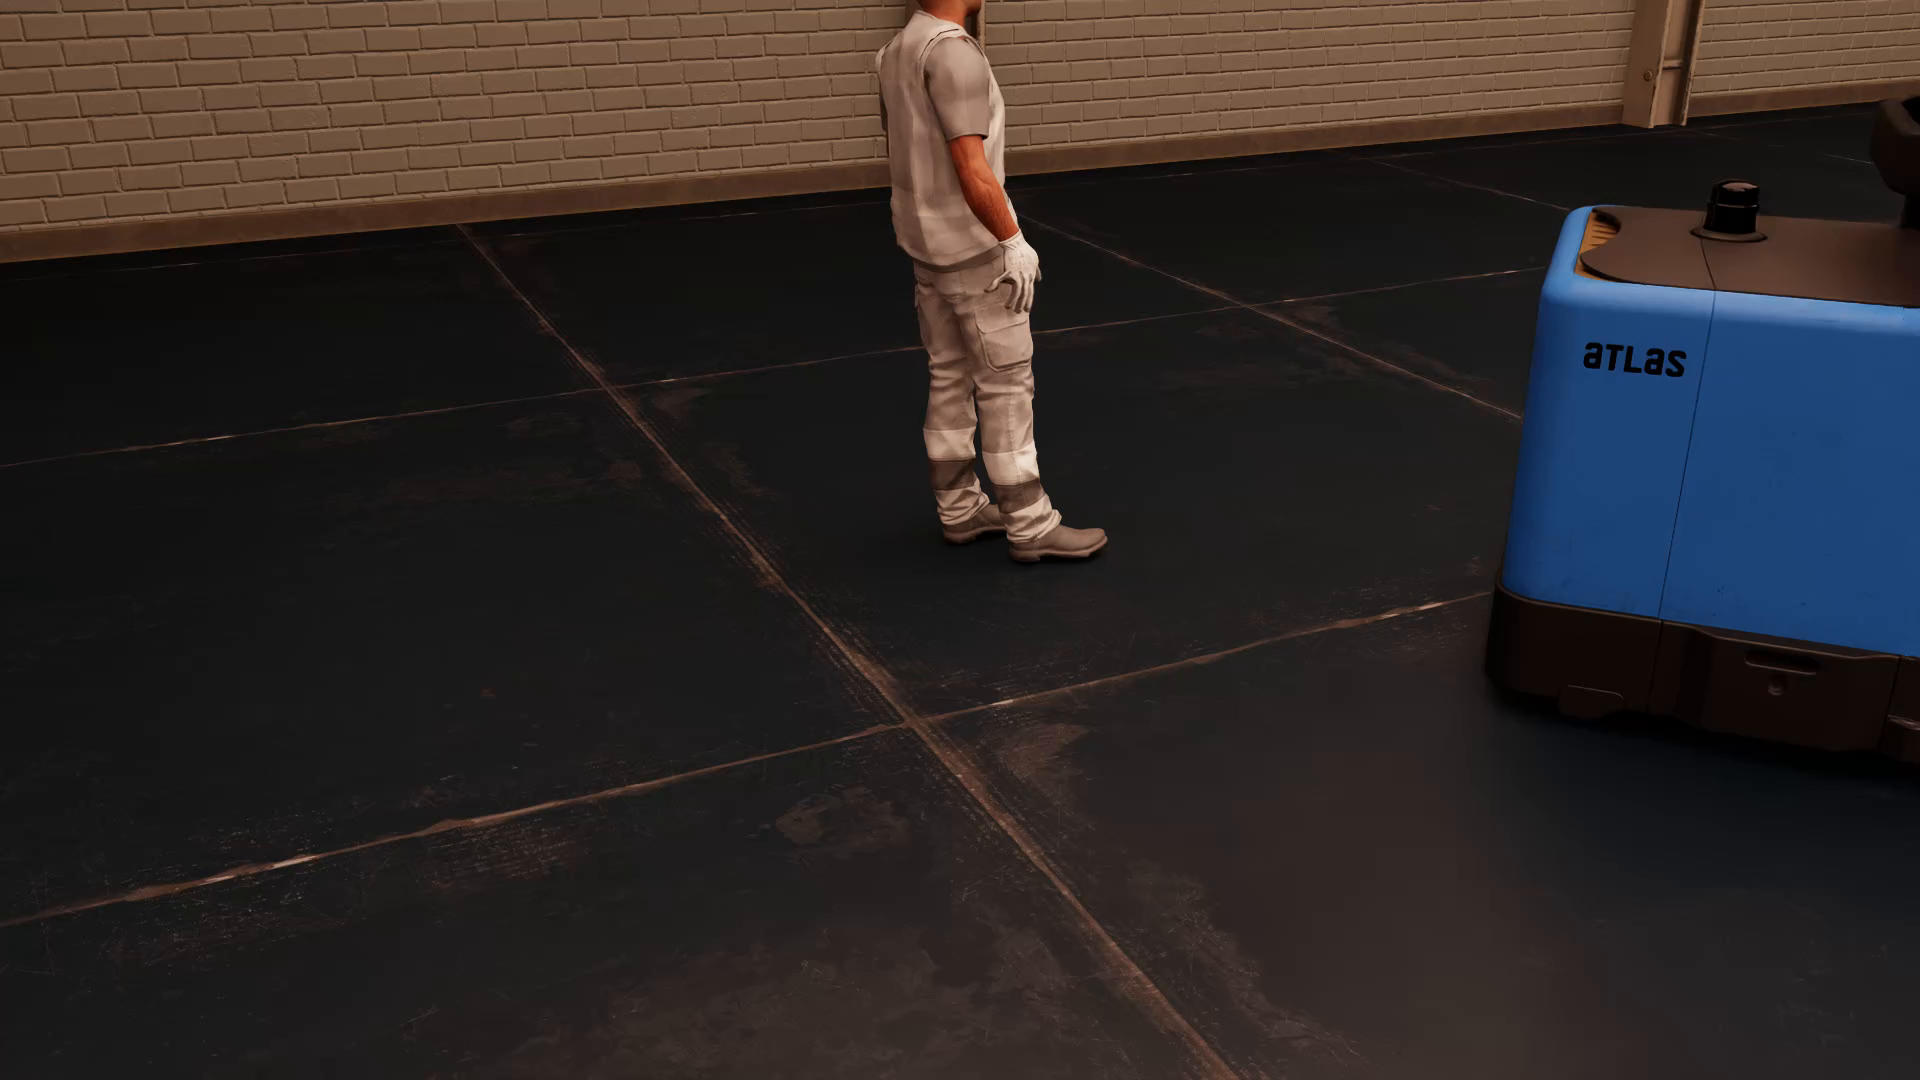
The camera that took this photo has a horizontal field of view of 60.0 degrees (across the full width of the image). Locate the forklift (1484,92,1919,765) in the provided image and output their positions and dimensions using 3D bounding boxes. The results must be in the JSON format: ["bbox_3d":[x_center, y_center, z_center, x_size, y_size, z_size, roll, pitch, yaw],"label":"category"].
[{"bbox_3d":[2.871,-0.900,3.452,3.031,2.935,1.130,9,24,20],"label":"forklift"}]

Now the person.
[{"bbox_3d":[0.077,-0.842,4.782,0.564,1.787,0.638,-10,25,-23],"label":"person"}]
